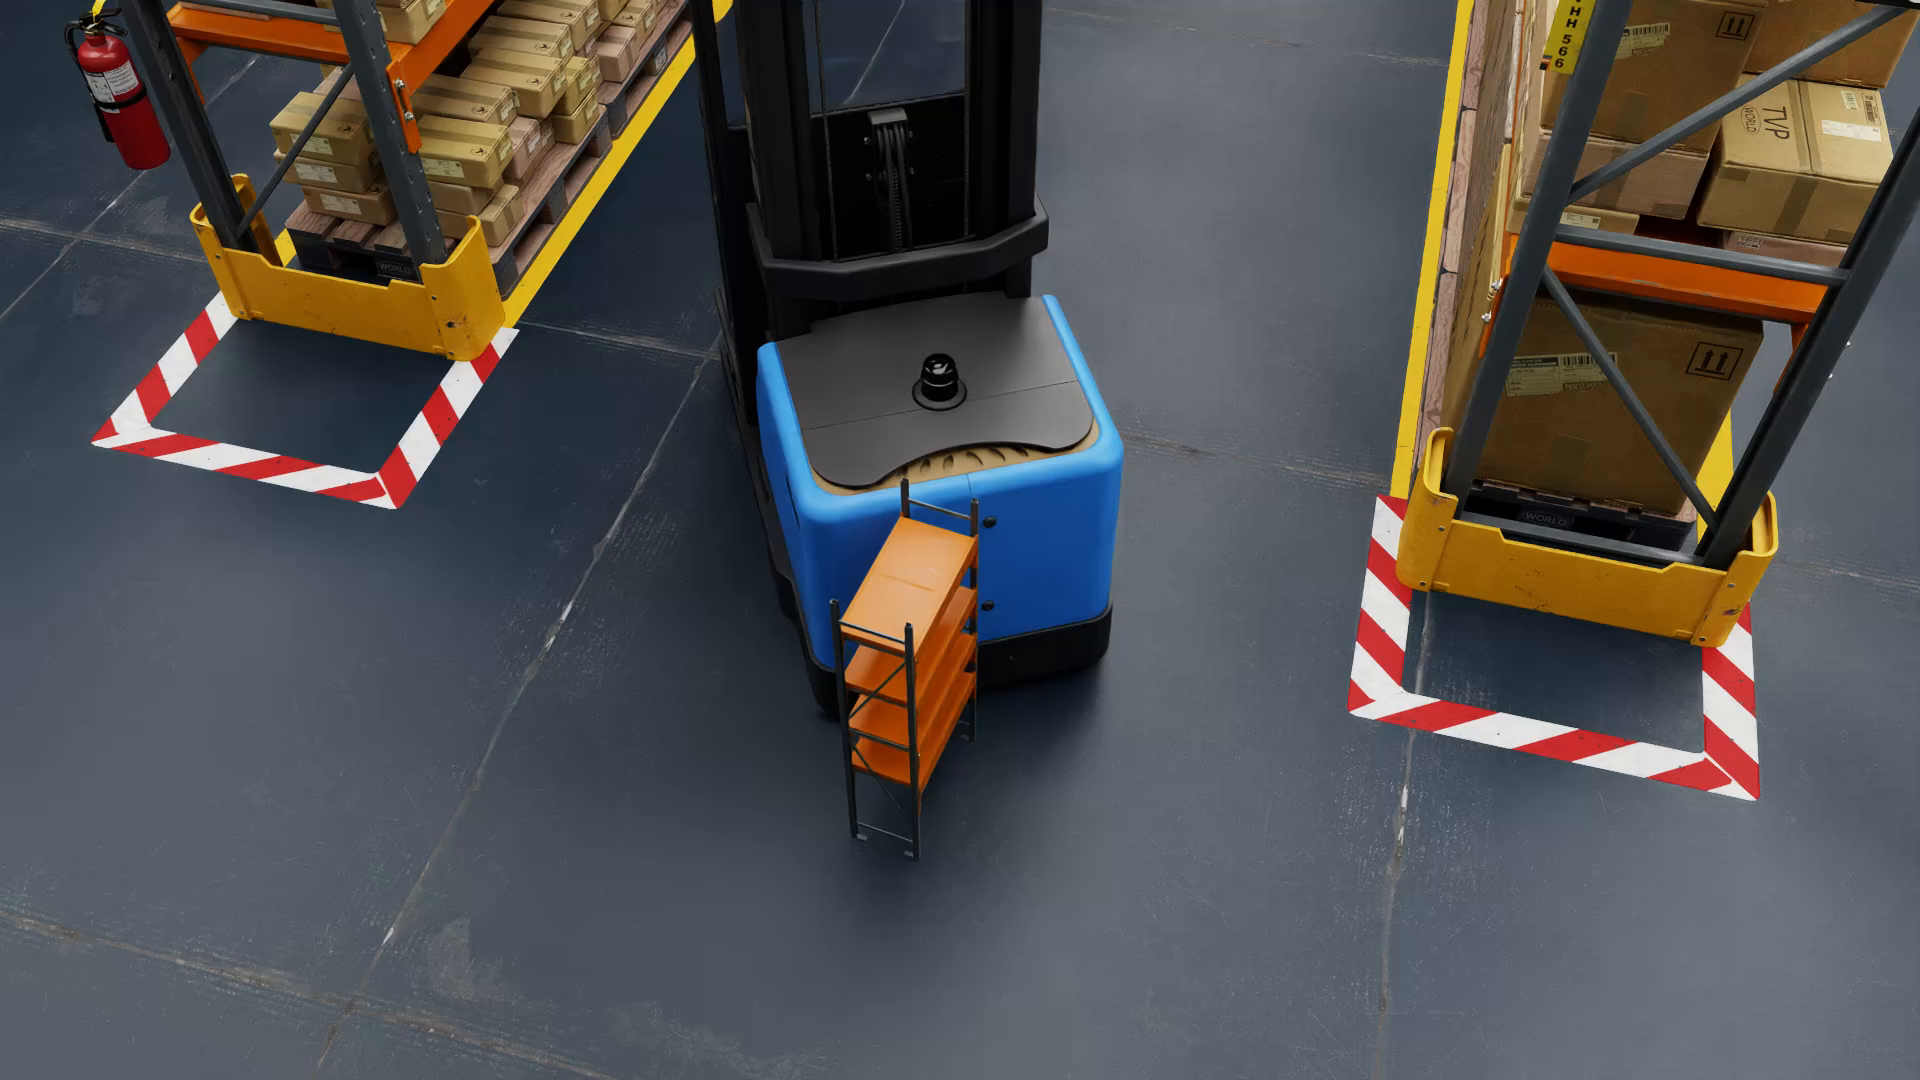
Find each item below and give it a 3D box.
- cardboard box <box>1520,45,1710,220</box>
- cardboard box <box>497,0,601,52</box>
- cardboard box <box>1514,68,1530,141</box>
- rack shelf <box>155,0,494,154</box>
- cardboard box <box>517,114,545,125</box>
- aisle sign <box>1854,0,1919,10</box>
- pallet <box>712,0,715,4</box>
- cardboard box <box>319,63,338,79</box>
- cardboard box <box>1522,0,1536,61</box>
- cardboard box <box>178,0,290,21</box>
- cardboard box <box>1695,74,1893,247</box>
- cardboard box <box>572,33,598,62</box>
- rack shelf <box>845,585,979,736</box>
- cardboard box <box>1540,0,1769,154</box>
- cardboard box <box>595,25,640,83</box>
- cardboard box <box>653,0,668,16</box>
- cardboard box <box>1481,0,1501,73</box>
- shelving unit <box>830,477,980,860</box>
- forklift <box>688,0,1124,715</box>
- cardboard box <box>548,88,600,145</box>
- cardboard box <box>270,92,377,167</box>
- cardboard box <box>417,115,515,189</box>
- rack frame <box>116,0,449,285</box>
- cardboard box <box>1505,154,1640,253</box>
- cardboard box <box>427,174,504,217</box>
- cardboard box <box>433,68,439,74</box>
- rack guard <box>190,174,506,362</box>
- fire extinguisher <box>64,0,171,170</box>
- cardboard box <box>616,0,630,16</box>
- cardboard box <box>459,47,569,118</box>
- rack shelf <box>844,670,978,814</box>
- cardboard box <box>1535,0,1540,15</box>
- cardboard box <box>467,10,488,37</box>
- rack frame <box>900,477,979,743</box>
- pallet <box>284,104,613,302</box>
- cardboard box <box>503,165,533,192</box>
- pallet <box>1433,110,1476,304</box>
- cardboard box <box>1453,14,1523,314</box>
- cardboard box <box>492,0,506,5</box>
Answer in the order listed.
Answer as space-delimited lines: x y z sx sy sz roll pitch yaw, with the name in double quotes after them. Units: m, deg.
2.080 -1.305 5.303 0.500 0.250 0.500 11 49 9 "cardboard box"
-1.870 -2.384 7.578 0.380 0.149 0.250 13 50 12 "cardboard box"
2.119 -1.464 5.709 0.380 0.149 0.250 12 50 10 "cardboard box"
-2.023 -3.114 7.478 1.077 0.370 4.000 12 50 10 "rack shelf"
-2.059 -1.909 7.357 0.380 0.149 0.250 12 50 11 "cardboard box"
2.479 -1.603 3.930 0.394 0.787 0.004 12 50 10 "aisle sign"
-1.640 -3.383 9.095 1.003 0.211 1.213 12 50 10 "pallet"
-2.588 -2.114 7.339 0.380 0.149 0.250 11 49 9 "cardboard box"
2.252 -1.832 6.034 0.380 0.149 0.250 11 49 9 "cardboard box"
-2.737 -2.114 6.283 0.380 0.149 0.250 12 50 10 "cardboard box"
2.595 -1.196 5.207 0.500 0.250 0.500 10 49 9 "cardboard box"
-1.908 -2.284 7.688 0.380 0.149 0.250 9 49 8 "cardboard box"
-0.149 0.320 4.958 0.258 0.148 0.480 17 51 14 "rack shelf"
2.083 -1.555 5.023 0.500 0.500 0.500 12 50 10 "cardboard box"
-1.757 -2.333 7.930 0.380 0.149 0.250 9 49 8 "cardboard box"
-1.677 -2.719 8.271 0.380 0.149 0.250 12 50 11 "cardboard box"
3.011 -2.721 7.788 0.875 0.875 0.875 12 50 10 "cardboard box"
-0.149 0.424 5.076 0.258 1.200 0.503 17 51 14 "shelving unit"
-0.346 -1.508 5.626 1.130 2.935 3.031 -11 50 -10 "forklift"
-1.881 -1.967 7.606 0.380 0.149 0.250 12 50 10 "cardboard box"
-2.655 -1.731 7.001 0.380 0.149 0.250 12 50 10 "cardboard box"
-2.084 -1.610 6.895 0.380 0.149 0.250 10 49 8 "cardboard box"
-2.550 -1.905 5.931 1.000 3.000 0.127 12 50 10 "rack frame"
1.985 -1.093 5.382 0.380 0.149 0.250 12 50 11 "cardboard box"
-2.164 -1.528 7.021 0.380 0.149 0.250 13 50 12 "cardboard box"
-2.551 -2.014 7.450 0.380 0.149 0.250 10 49 8 "cardboard box"
-2.530 -1.133 6.917 1.175 0.500 0.348 12 50 10 "rack guard"
-3.061 -1.665 6.019 0.296 0.674 0.183 12 50 10 "fire extinguisher"
-1.796 -2.682 8.039 0.380 0.149 0.250 14 50 12 "cardboard box"
-1.938 -1.990 7.230 0.380 0.149 0.250 11 50 10 "cardboard box"
-0.149 0.600 5.275 0.258 0.148 0.480 17 51 14 "rack shelf"
2.348 -2.040 5.952 0.500 0.250 0.500 10 49 9 "cardboard box"
-2.427 -2.391 7.782 0.380 0.149 0.250 12 50 11 "cardboard box"
-0.059 0.254 5.225 0.240 1.200 0.015 17 51 14 "rack frame"
-2.282 -1.618 7.537 1.003 0.211 1.213 12 50 10 "pallet"
-2.113 -1.622 7.303 0.380 0.149 0.250 11 50 10 "cardboard box"
2.667 -1.404 7.349 1.003 0.211 1.213 12 50 10 "pallet"
2.539 -1.426 6.645 0.875 0.875 0.875 12 50 10 "cardboard box"
-2.265 -2.662 7.824 0.380 0.149 0.250 10 49 9 "cardboard box"
